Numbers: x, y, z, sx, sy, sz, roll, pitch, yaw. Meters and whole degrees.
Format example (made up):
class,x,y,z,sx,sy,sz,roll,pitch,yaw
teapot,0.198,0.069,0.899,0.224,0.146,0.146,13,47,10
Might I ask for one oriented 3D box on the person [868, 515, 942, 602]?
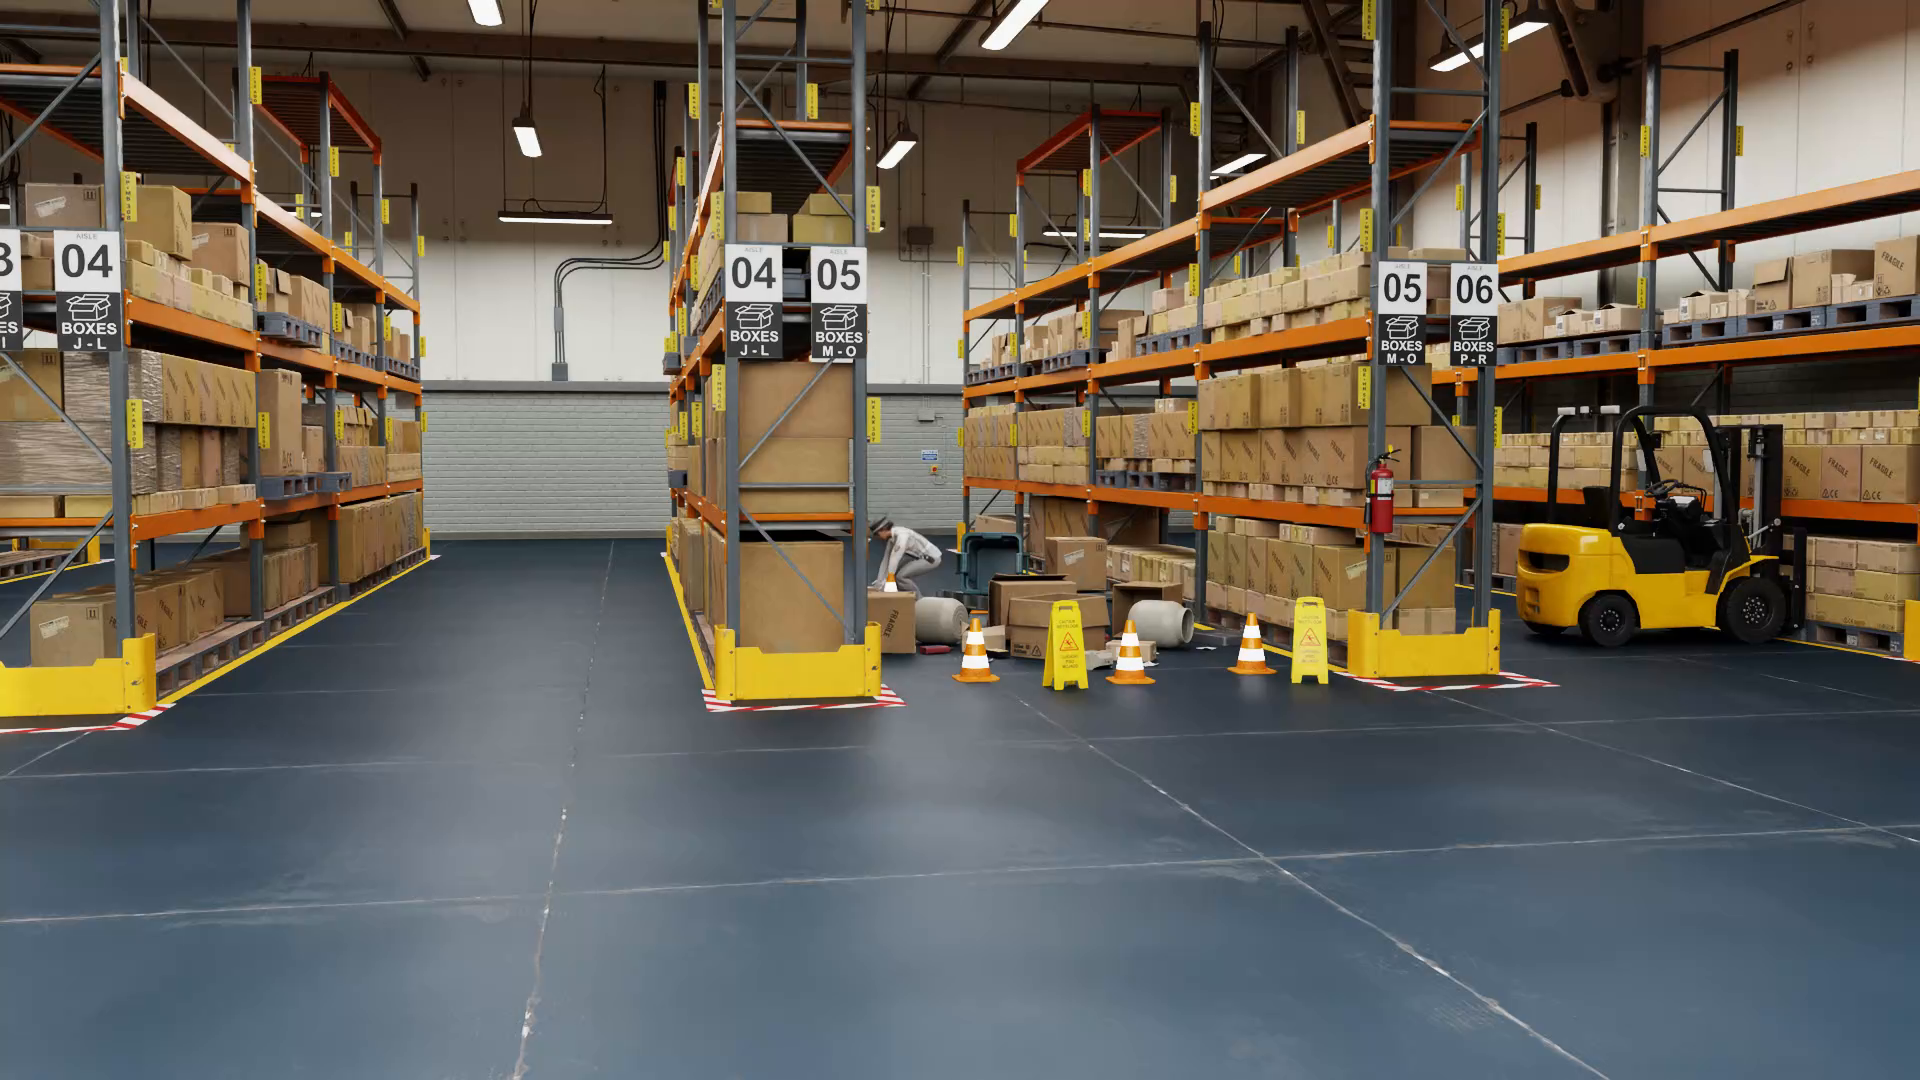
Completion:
class,x,y,z,sx,sy,sz,roll,pitch,yaw
person,-0.612,0.249,18.250,0.832,1.052,0.501,-1,3,-12
